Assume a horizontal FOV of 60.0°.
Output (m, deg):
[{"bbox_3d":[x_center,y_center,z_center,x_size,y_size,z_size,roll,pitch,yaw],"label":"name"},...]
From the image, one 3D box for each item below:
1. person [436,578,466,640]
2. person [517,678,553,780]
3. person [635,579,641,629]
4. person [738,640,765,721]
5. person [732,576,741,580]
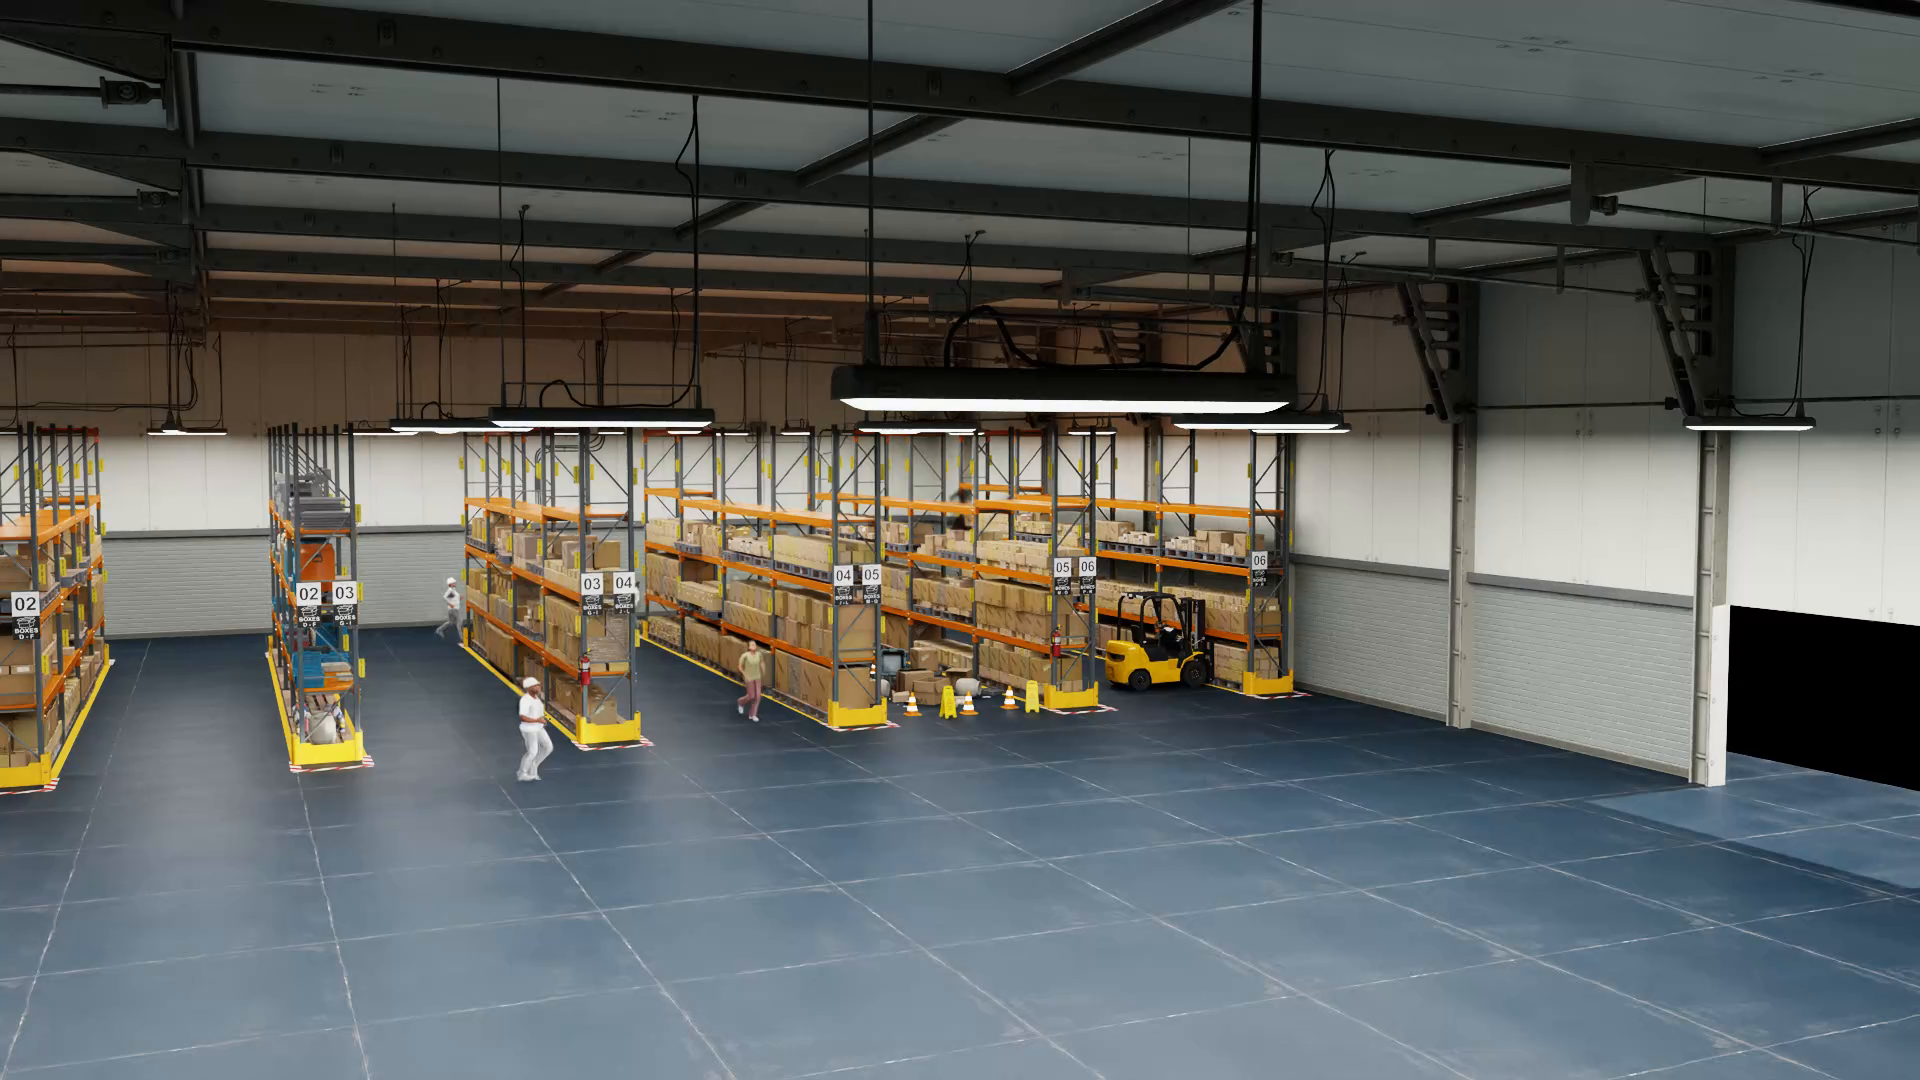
[{"bbox_3d":[-14.321,1.946,46.969,0.970,1.758,0.656,-1,4,-15],"label":"person"},{"bbox_3d":[-7.080,3.155,27.686,0.657,1.746,0.672,1,4,10],"label":"person"},{"bbox_3d":[-9.653,1.927,48.891,0.548,1.609,0.674,-1,4,-14],"label":"person"},{"bbox_3d":[-4.250,2.843,33.932,0.578,1.643,0.610,-2,4,-34],"label":"person"},{"bbox_3d":[-6.394,1.927,47.456,0.648,1.828,0.851,-2,4,-31],"label":"person"}]
